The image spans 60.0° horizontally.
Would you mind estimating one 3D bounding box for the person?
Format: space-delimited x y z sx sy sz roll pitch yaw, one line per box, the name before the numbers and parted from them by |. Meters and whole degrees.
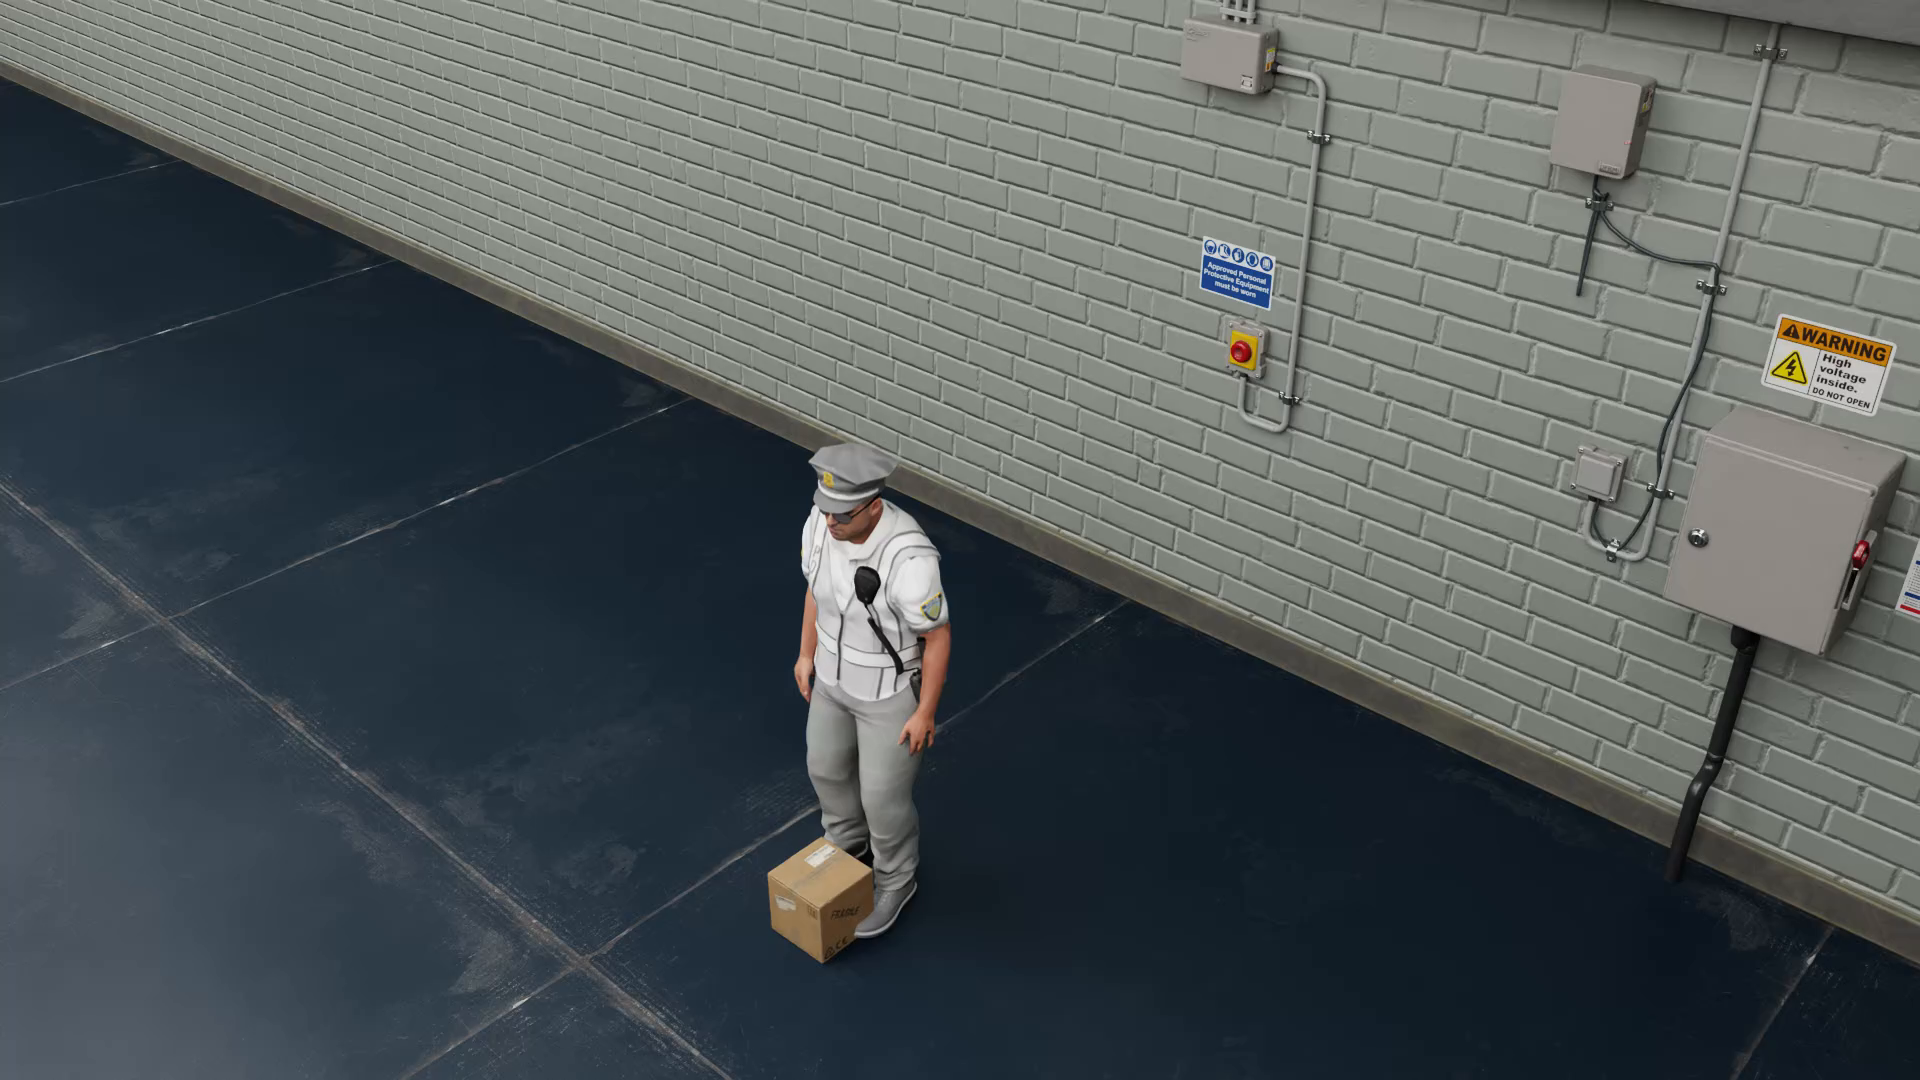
person | -0.296 0.462 5.361 0.584 1.747 0.478 23 38 33
